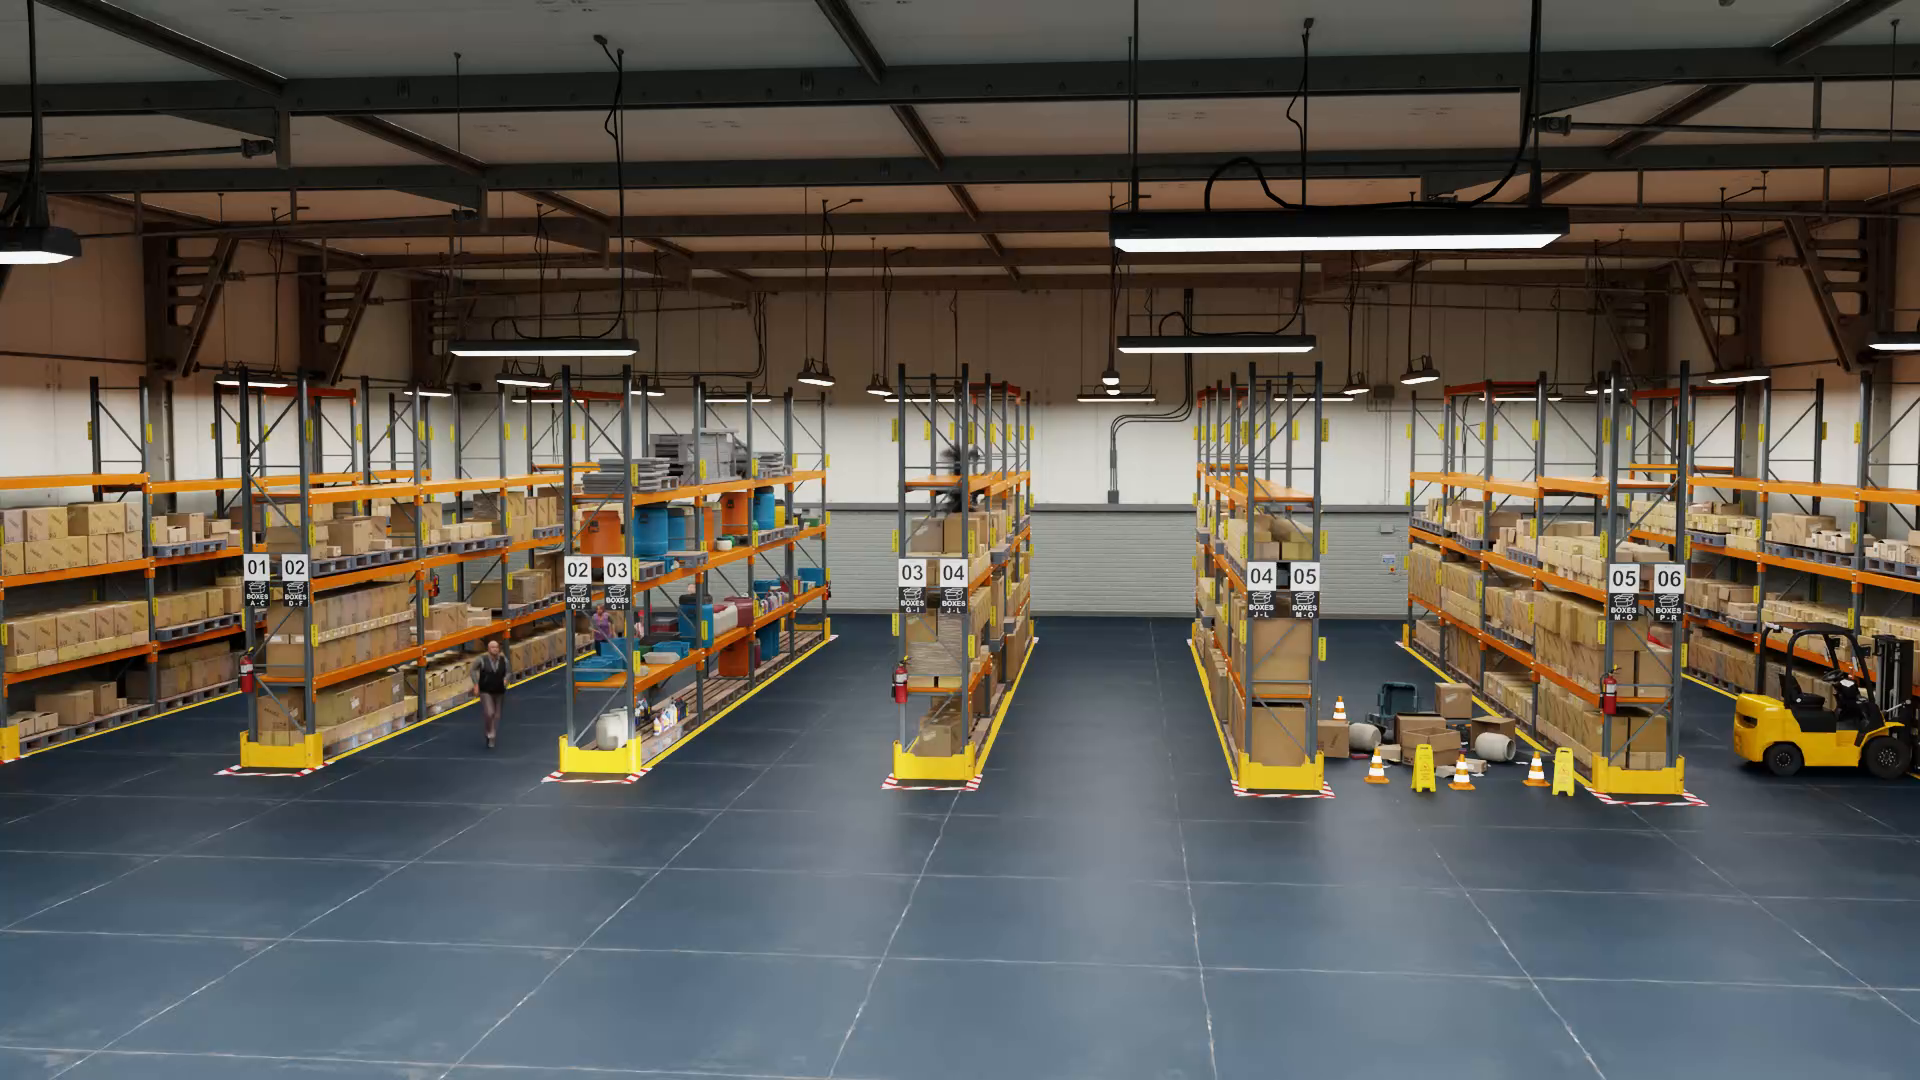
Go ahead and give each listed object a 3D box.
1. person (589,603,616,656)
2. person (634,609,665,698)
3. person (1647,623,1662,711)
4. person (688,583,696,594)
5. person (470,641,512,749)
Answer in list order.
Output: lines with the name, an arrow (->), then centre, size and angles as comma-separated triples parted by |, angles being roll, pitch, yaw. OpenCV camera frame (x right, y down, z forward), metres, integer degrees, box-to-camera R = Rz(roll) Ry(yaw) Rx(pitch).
person -> -7.389, 2.040, 34.385 | 0.544, 1.496, 0.837 | -1, 4, -10
person -> -5.933, 2.107, 31.505 | 0.619, 1.641, 0.876 | -1, 4, -19
person -> 12.111, 2.281, 29.436 | 0.670, 1.680, 0.715 | 0, 4, -6
person -> -6.036, 1.773, 37.356 | 0.567, 1.629, 0.599 | 1, 4, 10
person -> -7.459, 2.466, 26.511 | 0.608, 1.736, 0.834 | -2, 4, -32
